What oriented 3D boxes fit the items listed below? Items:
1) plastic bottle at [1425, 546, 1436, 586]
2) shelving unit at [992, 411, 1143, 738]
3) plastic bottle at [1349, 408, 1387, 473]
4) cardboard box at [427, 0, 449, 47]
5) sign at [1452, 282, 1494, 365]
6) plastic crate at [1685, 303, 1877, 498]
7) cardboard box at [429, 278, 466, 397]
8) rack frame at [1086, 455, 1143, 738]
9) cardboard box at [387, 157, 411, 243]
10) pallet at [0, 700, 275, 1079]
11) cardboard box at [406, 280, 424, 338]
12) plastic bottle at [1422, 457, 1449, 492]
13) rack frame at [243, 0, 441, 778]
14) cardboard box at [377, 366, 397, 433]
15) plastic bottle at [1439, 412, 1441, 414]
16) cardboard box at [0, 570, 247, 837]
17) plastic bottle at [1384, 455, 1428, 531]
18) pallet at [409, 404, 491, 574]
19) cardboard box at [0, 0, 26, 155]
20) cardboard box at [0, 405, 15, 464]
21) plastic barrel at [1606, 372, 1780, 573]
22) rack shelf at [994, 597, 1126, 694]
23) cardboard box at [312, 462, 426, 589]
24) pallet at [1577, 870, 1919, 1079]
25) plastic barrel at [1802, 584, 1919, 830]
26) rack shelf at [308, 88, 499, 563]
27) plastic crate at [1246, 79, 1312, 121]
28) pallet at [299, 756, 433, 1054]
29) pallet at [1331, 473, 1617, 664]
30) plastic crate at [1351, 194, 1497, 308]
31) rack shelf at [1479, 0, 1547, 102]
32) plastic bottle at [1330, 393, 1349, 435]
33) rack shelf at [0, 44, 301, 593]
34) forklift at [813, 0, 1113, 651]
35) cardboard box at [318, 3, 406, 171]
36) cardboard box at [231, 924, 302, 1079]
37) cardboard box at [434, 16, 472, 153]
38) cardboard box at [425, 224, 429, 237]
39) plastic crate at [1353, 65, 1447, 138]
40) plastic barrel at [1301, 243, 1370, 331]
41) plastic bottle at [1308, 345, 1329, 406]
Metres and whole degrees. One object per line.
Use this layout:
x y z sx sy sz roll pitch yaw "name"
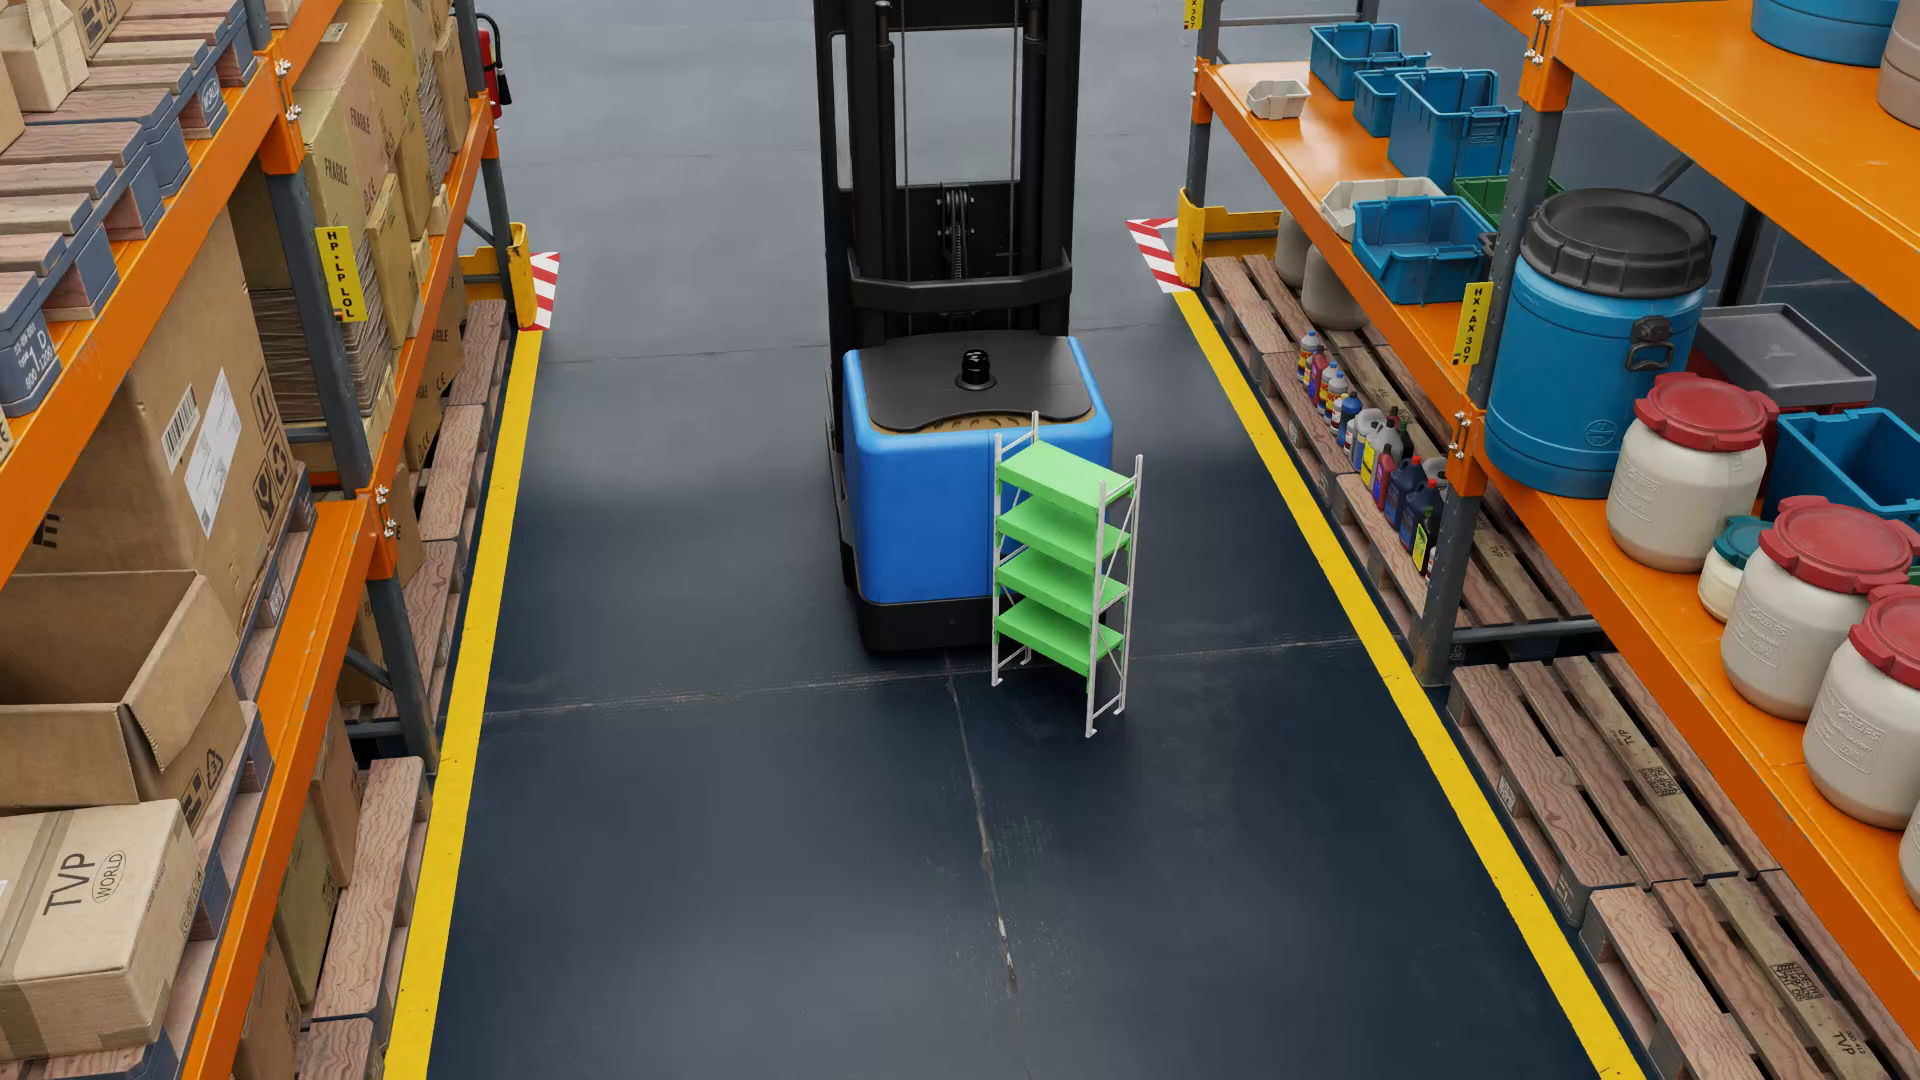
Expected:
2.032 0.099 7.035 0.097 0.201 0.097 0 34 0 "plastic bottle"
0.399 0.147 6.469 0.503 1.200 0.258 26 42 33 "shelving unit"
1.930 -0.469 7.802 0.152 0.276 0.135 -4 34 -6 "plastic bottle"
-2.665 -2.564 7.608 0.500 0.500 0.500 -4 35 -6 "cardboard box"
1.843 -0.776 5.979 0.100 0.325 0.005 -4 35 -6 "sign"
2.758 -0.476 5.728 0.402 0.464 0.583 -4 35 -6 "plastic crate"
-2.875 -1.014 8.420 0.500 0.500 0.500 4 35 6 "cardboard box"
0.583 0.237 6.337 0.015 1.200 0.240 26 42 33 "rack frame"
-2.717 -1.295 6.633 0.875 0.500 0.500 -4 35 -6 "cardboard box"
-2.288 0.888 3.953 1.003 0.211 1.213 -4 35 -6 "pallet"
-2.367 -0.920 6.659 0.380 0.149 0.250 -4 35 -6 "cardboard box"
2.135 -0.223 7.441 0.152 0.276 0.135 -4 35 -6 "plastic bottle"
-2.519 -0.322 5.558 1.000 3.000 0.127 -4 35 -6 "rack frame"
-2.270 -0.501 6.045 0.380 0.149 0.250 -4 35 -6 "cardboard box"
2.437 -0.723 8.241 0.097 0.201 0.097 0 34 0 "plastic bottle"
-2.194 0.423 4.002 0.797 0.503 0.637 -1 34 -1 "cardboard box"
1.991 -0.228 7.383 0.144 0.351 0.185 -6 35 -9 "plastic bottle"
-2.811 -0.224 7.891 1.003 0.211 1.213 -4 35 -6 "pallet"
-2.426 -0.982 3.399 0.797 0.503 0.637 -3 34 -4 "cardboard box"
-1.939 -0.121 2.734 0.500 0.250 0.500 -4 34 -5 "cardboard box"
2.301 -0.202 5.263 0.433 0.535 0.433 0 34 0 "plastic barrel"
0.399 0.398 6.641 0.480 0.148 0.258 26 42 33 "rack shelf"
-2.617 -0.007 6.944 0.500 0.500 0.500 6 35 9 "cardboard box"
2.701 1.573 5.254 1.003 0.211 1.213 -4 35 -6 "pallet"
2.457 0.449 4.308 0.433 0.535 0.433 0 34 0 "plastic barrel"
-2.788 -1.140 7.398 1.077 0.370 4.000 -4 35 -6 "rack shelf"
1.653 -2.296 8.690 0.298 0.136 0.250 -4 35 -6 "plastic crate"
-2.413 1.265 5.706 1.003 0.211 1.213 -4 35 -6 "pallet"
2.340 0.078 7.448 1.003 0.211 1.213 -4 35 -6 "pallet"
1.971 -1.232 7.027 0.499 0.251 0.616 -4 35 -6 "plastic crate"
2.120 -2.755 7.104 1.077 0.370 4.000 -4 35 -6 "rack shelf"
1.859 -0.616 8.085 0.097 0.201 0.097 0 34 0 "plastic bottle"
-2.250 -0.148 3.278 1.077 0.370 4.000 -4 35 -6 "rack shelf"
-0.082 -1.563 7.441 1.130 2.935 3.031 -4 35 -6 "forklift"
-2.463 -1.727 6.380 0.500 0.500 0.500 -4 35 -6 "cardboard box"
-2.336 1.454 4.782 0.700 0.500 0.500 -7 35 -10 "cardboard box"
-2.824 -2.139 7.872 0.875 0.500 0.500 -4 35 -6 "cardboard box"
-2.543 -1.333 7.265 0.380 0.149 0.250 -4 35 -6 "cardboard box"
2.297 -2.248 8.517 0.499 0.251 0.408 -4 35 -6 "plastic crate"
2.083 -1.433 9.026 0.421 0.512 0.421 0 34 0 "plastic barrel"
1.799 -0.825 8.318 0.061 0.283 0.133 -4 34 -6 "plastic bottle"
